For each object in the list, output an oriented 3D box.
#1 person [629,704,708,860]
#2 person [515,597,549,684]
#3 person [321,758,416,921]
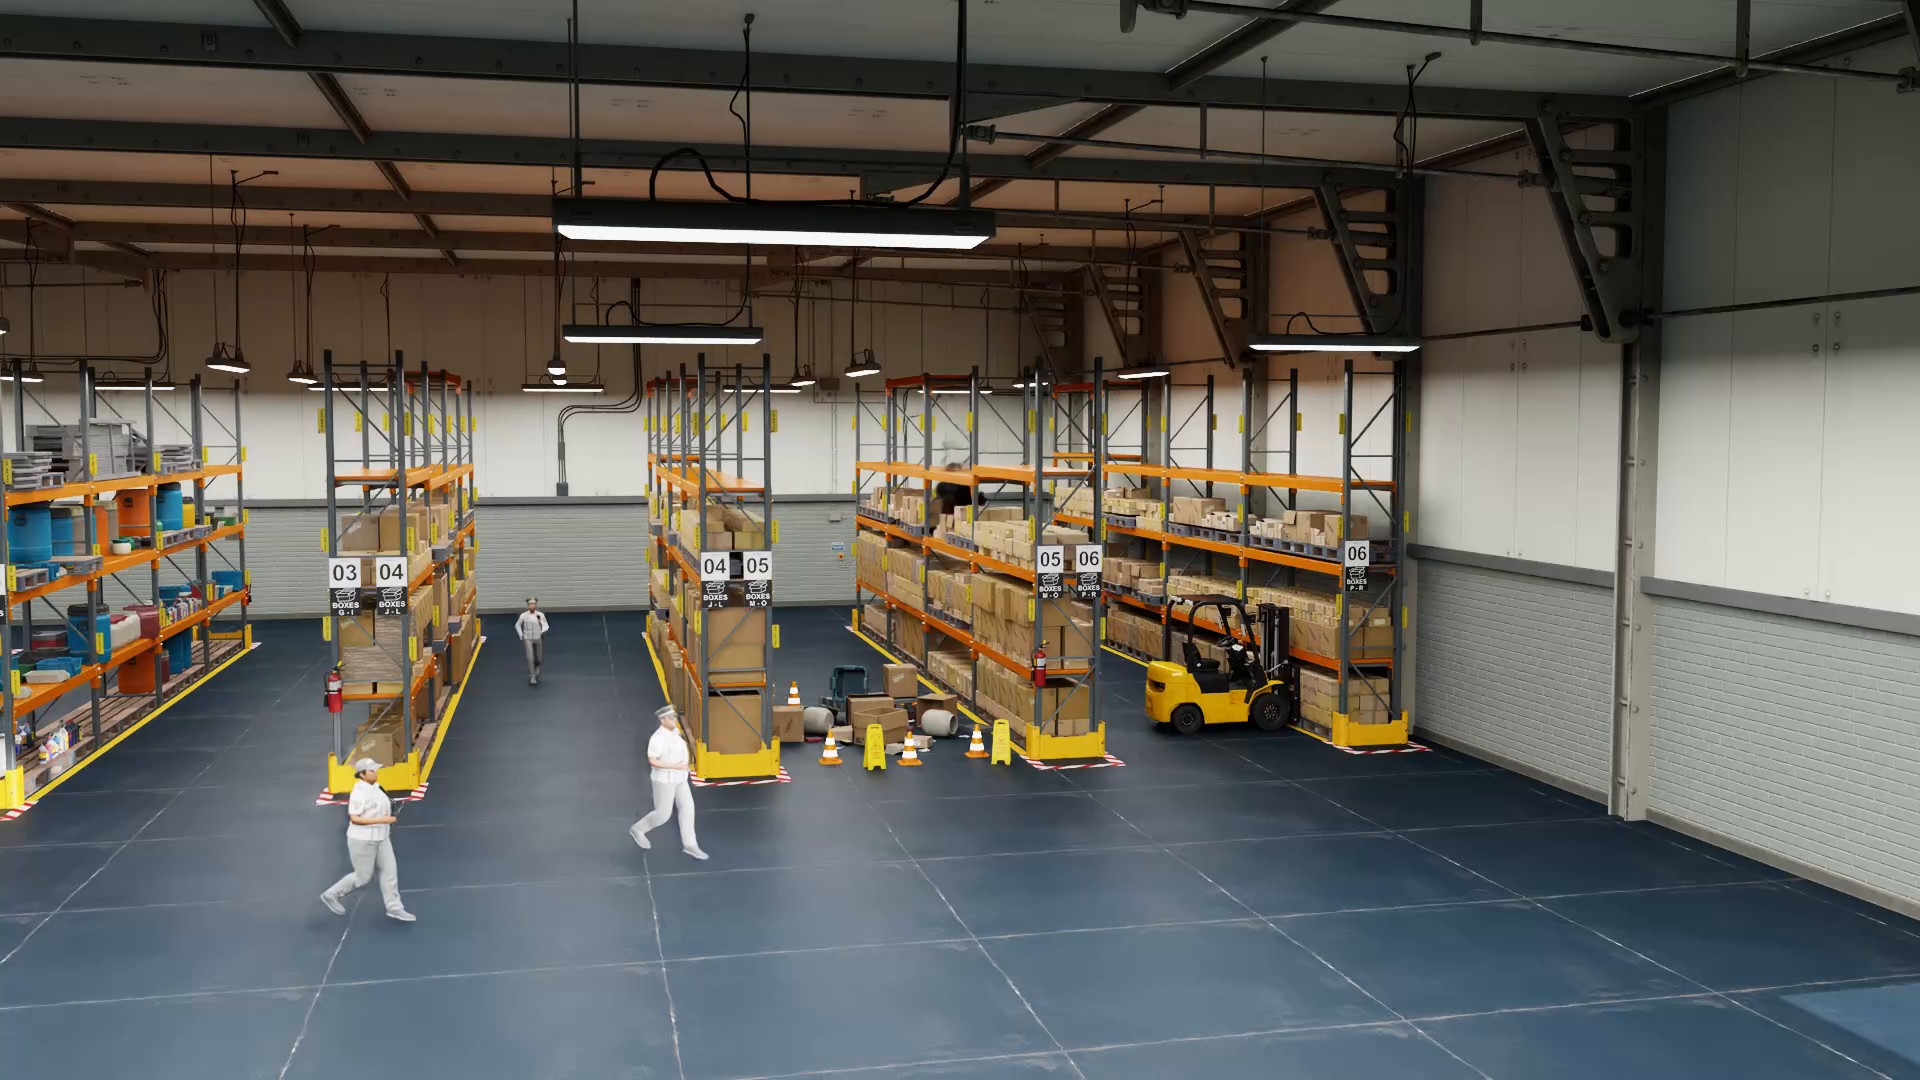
[{"bbox_3d":[-3.371,2.781,19.228,0.980,1.794,0.674,2,4,23],"label":"person"},{"bbox_3d":[-8.296,1.929,32.250,0.625,1.655,0.767,-1,4,-19],"label":"person"},{"bbox_3d":[-5.938,3.011,16.657,0.921,1.657,0.609,0,4,5],"label":"person"}]
